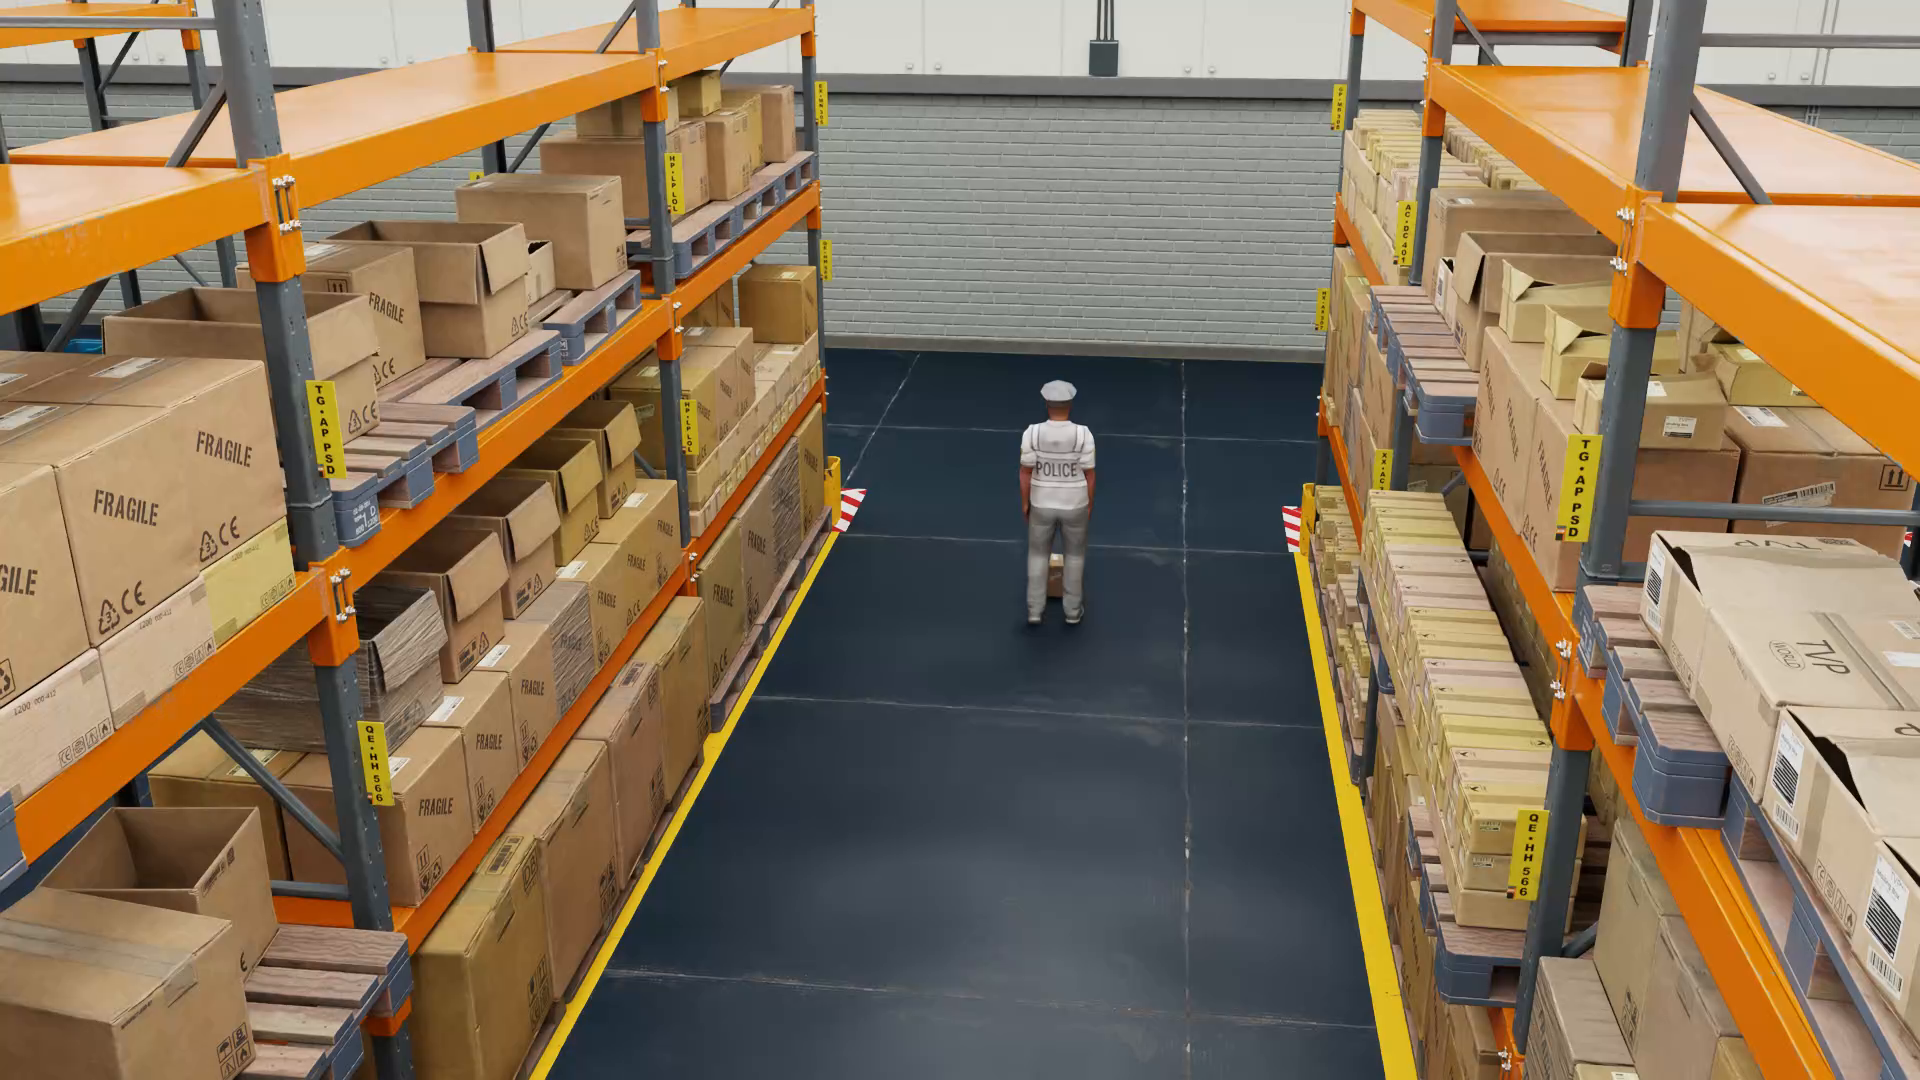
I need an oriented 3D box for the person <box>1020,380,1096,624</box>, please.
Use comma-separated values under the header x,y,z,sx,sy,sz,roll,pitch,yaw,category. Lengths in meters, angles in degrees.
x,y,z,sx,sy,sz,roll,pitch,yaw,category
0.686,-0.220,11.750,0.530,1.846,0.401,3,21,7,person
